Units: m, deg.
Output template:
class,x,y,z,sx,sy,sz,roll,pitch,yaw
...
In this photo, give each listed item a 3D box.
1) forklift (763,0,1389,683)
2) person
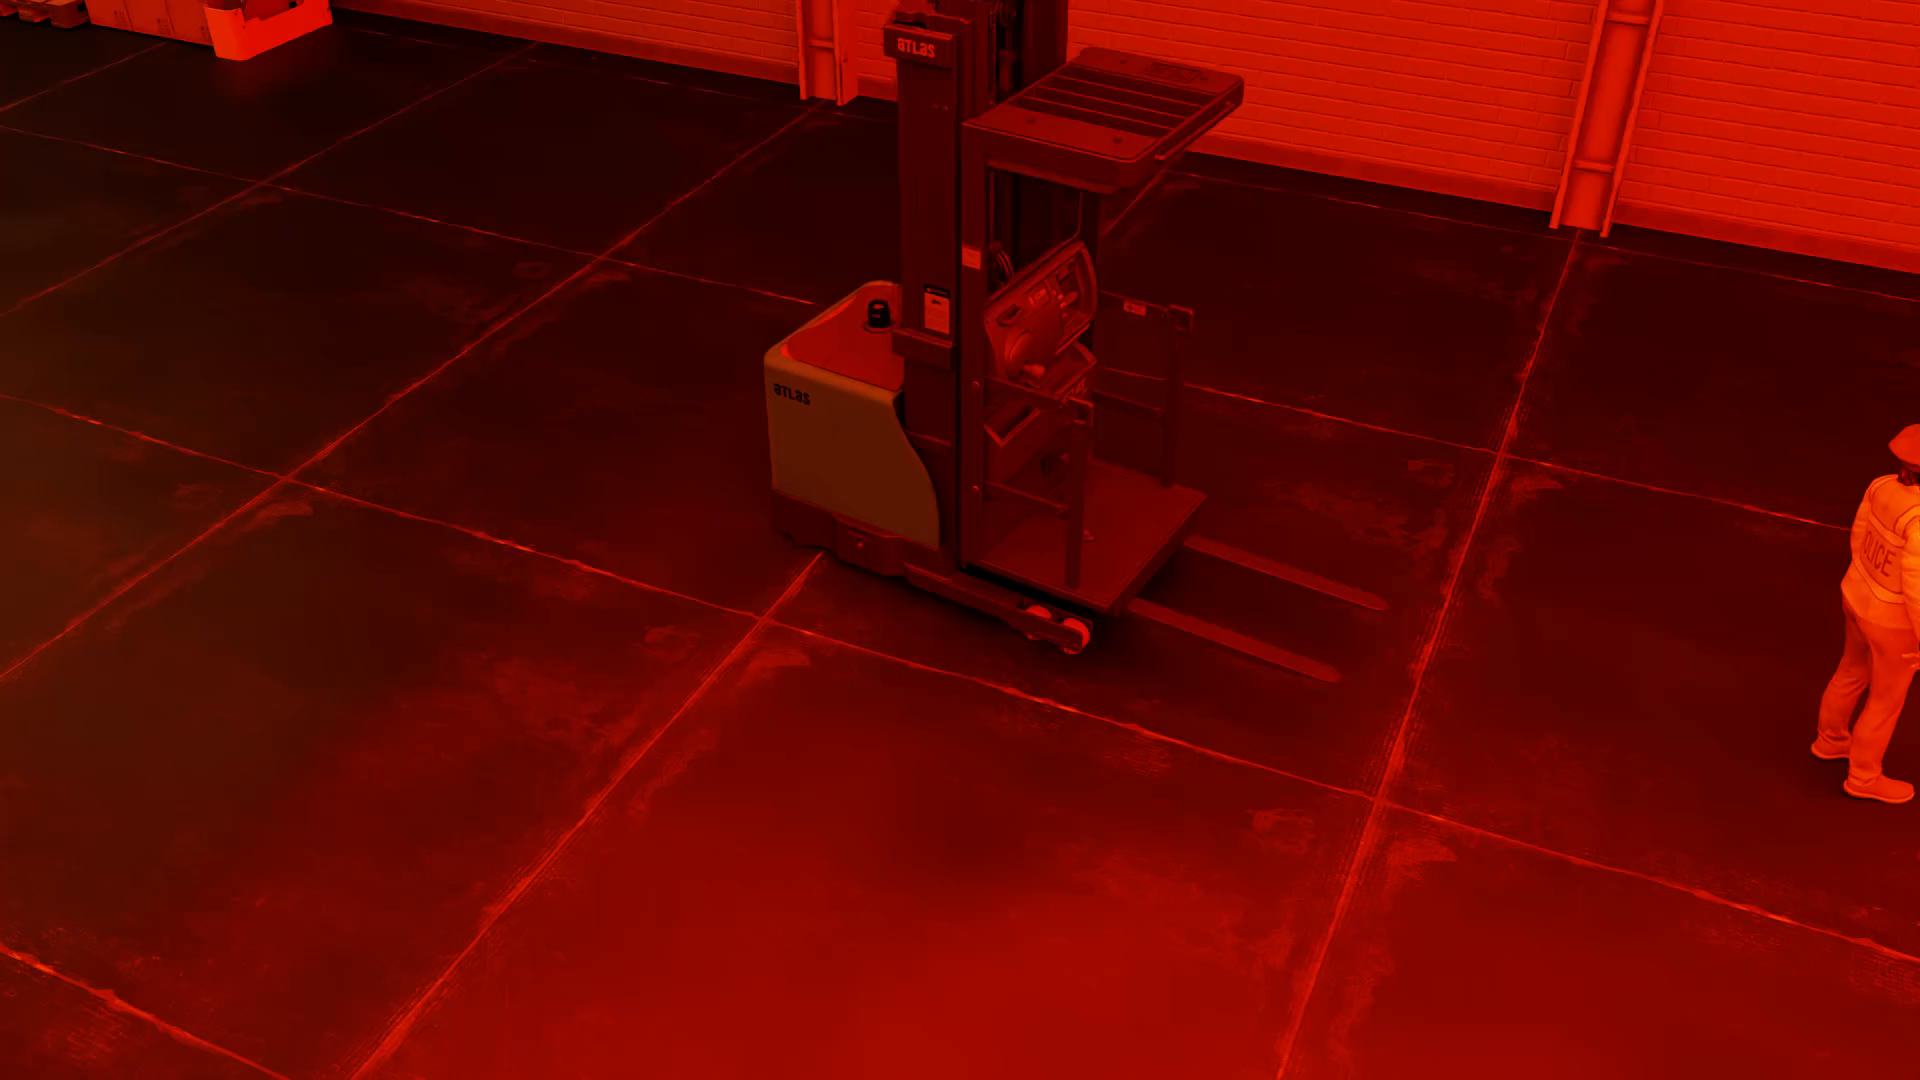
class,x,y,z,sx,sy,sz,roll,pitch,yaw
forklift,0.551,-1.009,7.501,3.031,2.935,1.130,20,40,25
person,3.816,0.283,6.762,0.479,1.708,0.572,0,35,0
